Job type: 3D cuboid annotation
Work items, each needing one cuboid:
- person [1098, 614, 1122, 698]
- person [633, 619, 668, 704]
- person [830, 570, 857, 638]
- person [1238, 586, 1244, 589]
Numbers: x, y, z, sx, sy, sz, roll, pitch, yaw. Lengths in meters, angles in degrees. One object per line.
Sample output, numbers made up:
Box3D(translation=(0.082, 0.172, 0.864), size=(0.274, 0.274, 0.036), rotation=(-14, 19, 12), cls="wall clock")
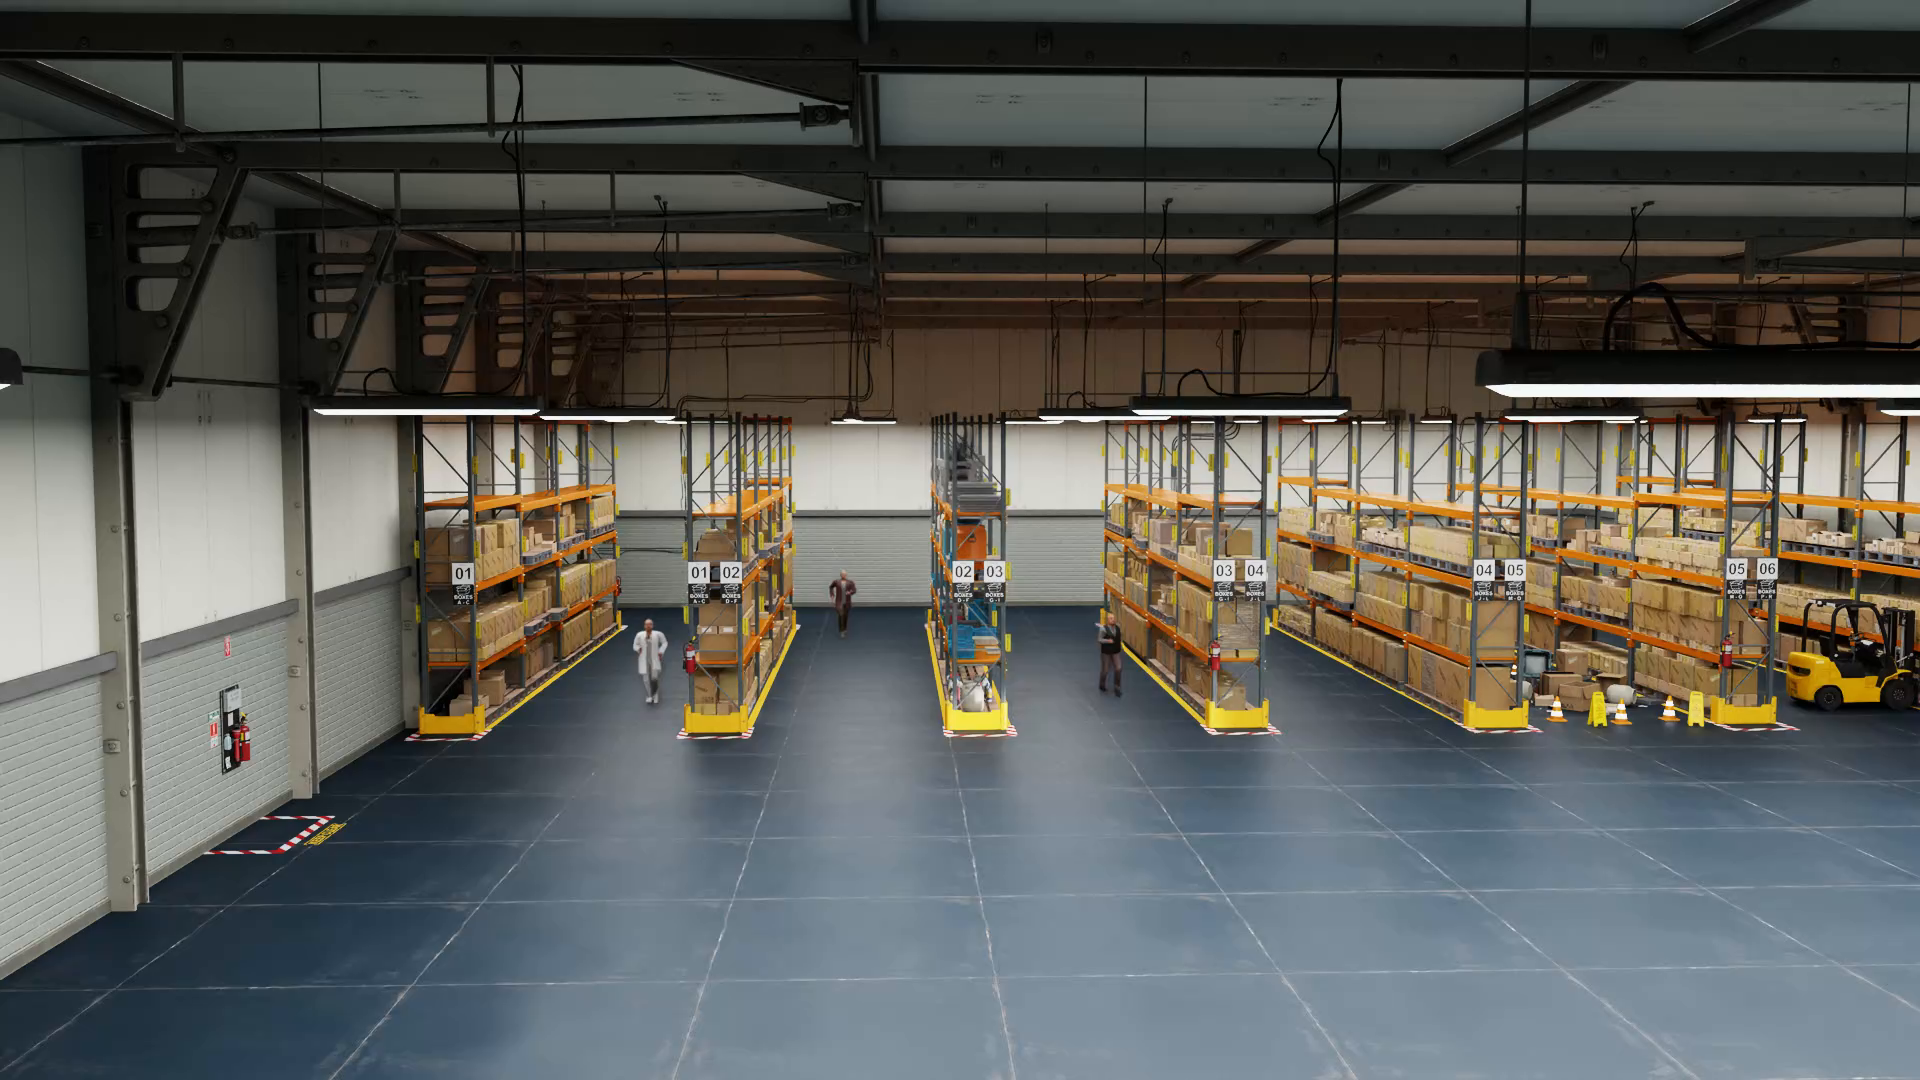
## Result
Box3D(translation=(3.203, 2.473, 35.449), size=(0.605, 1.726, 0.845), rotation=(-1, 4, -14), cls="person")
Box3D(translation=(-6.385, 2.518, 34.211), size=(0.694, 1.763, 0.673), rotation=(0, 4, -5), cls="person")
Box3D(translation=(-3.178, 1.826, 45.408), size=(0.707, 1.600, 0.962), rotation=(-1, 4, -13), cls="person")
Box3D(translation=(8.065, 1.593, 48.411), size=(0.831, 1.677, 0.763), rotation=(3, 5, 39), cls="person")
